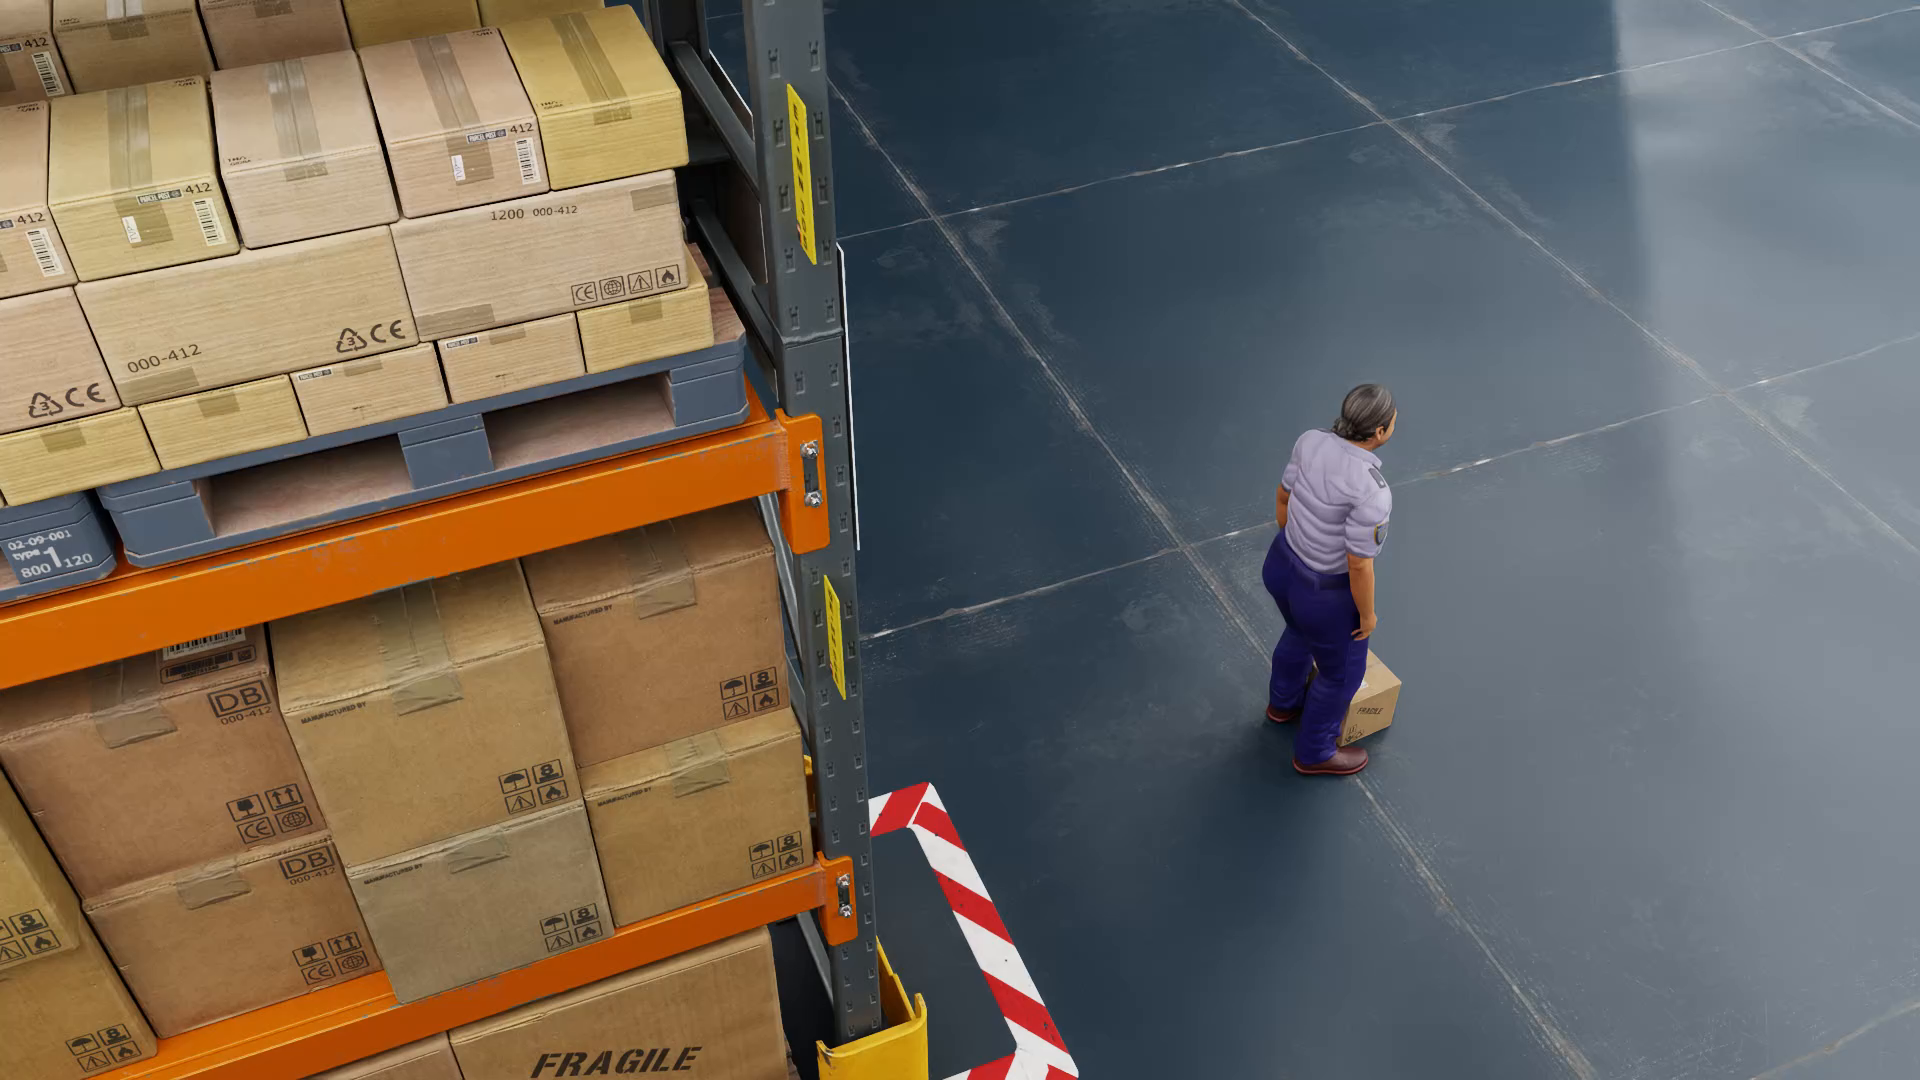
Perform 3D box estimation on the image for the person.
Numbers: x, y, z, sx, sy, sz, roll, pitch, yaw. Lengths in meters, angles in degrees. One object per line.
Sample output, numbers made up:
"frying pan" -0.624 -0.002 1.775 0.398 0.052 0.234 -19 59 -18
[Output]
"person" 1.345 0.141 6.010 0.425 1.650 0.550 -17 45 -18
